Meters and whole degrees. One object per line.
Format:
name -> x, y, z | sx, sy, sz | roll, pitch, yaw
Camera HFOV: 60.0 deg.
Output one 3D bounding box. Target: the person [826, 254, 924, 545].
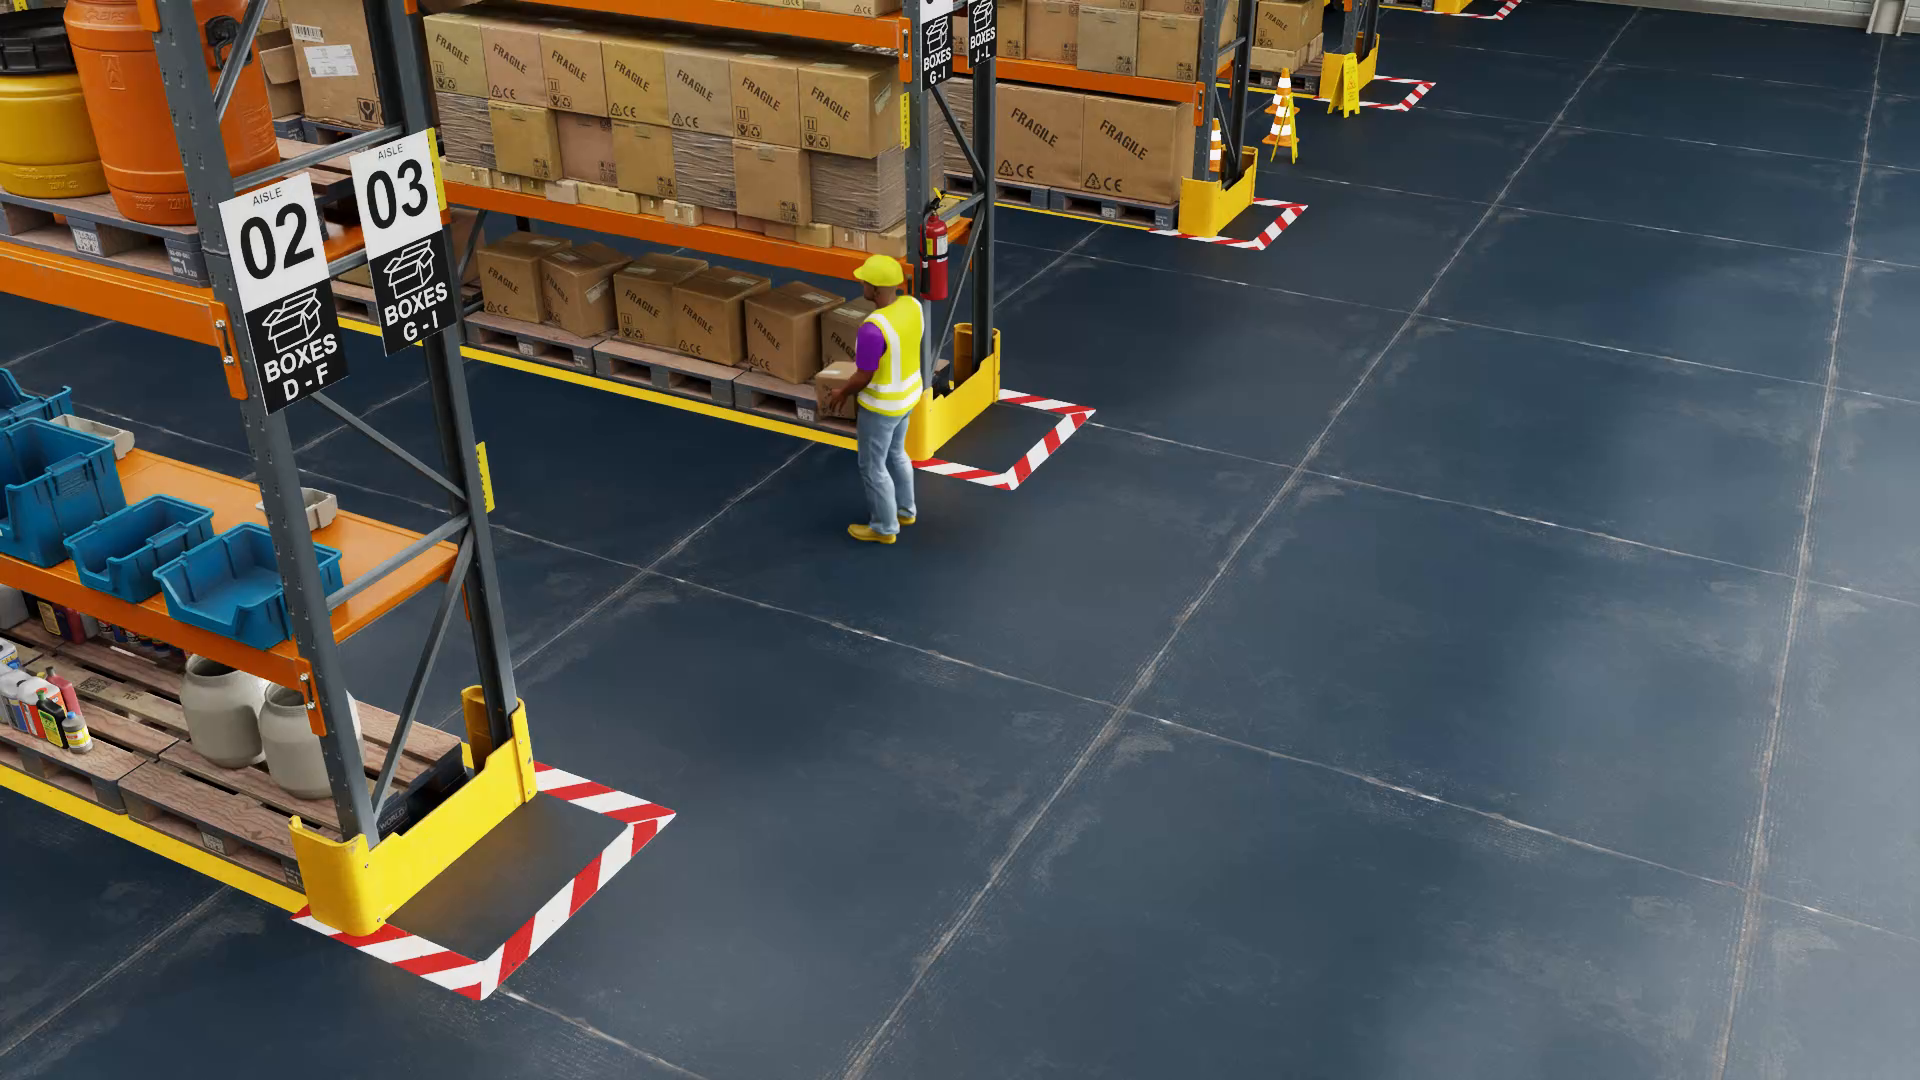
person -> -0.487, -0.830, 9.713 | 0.509, 1.768, 0.562 | 14, 33, 23
